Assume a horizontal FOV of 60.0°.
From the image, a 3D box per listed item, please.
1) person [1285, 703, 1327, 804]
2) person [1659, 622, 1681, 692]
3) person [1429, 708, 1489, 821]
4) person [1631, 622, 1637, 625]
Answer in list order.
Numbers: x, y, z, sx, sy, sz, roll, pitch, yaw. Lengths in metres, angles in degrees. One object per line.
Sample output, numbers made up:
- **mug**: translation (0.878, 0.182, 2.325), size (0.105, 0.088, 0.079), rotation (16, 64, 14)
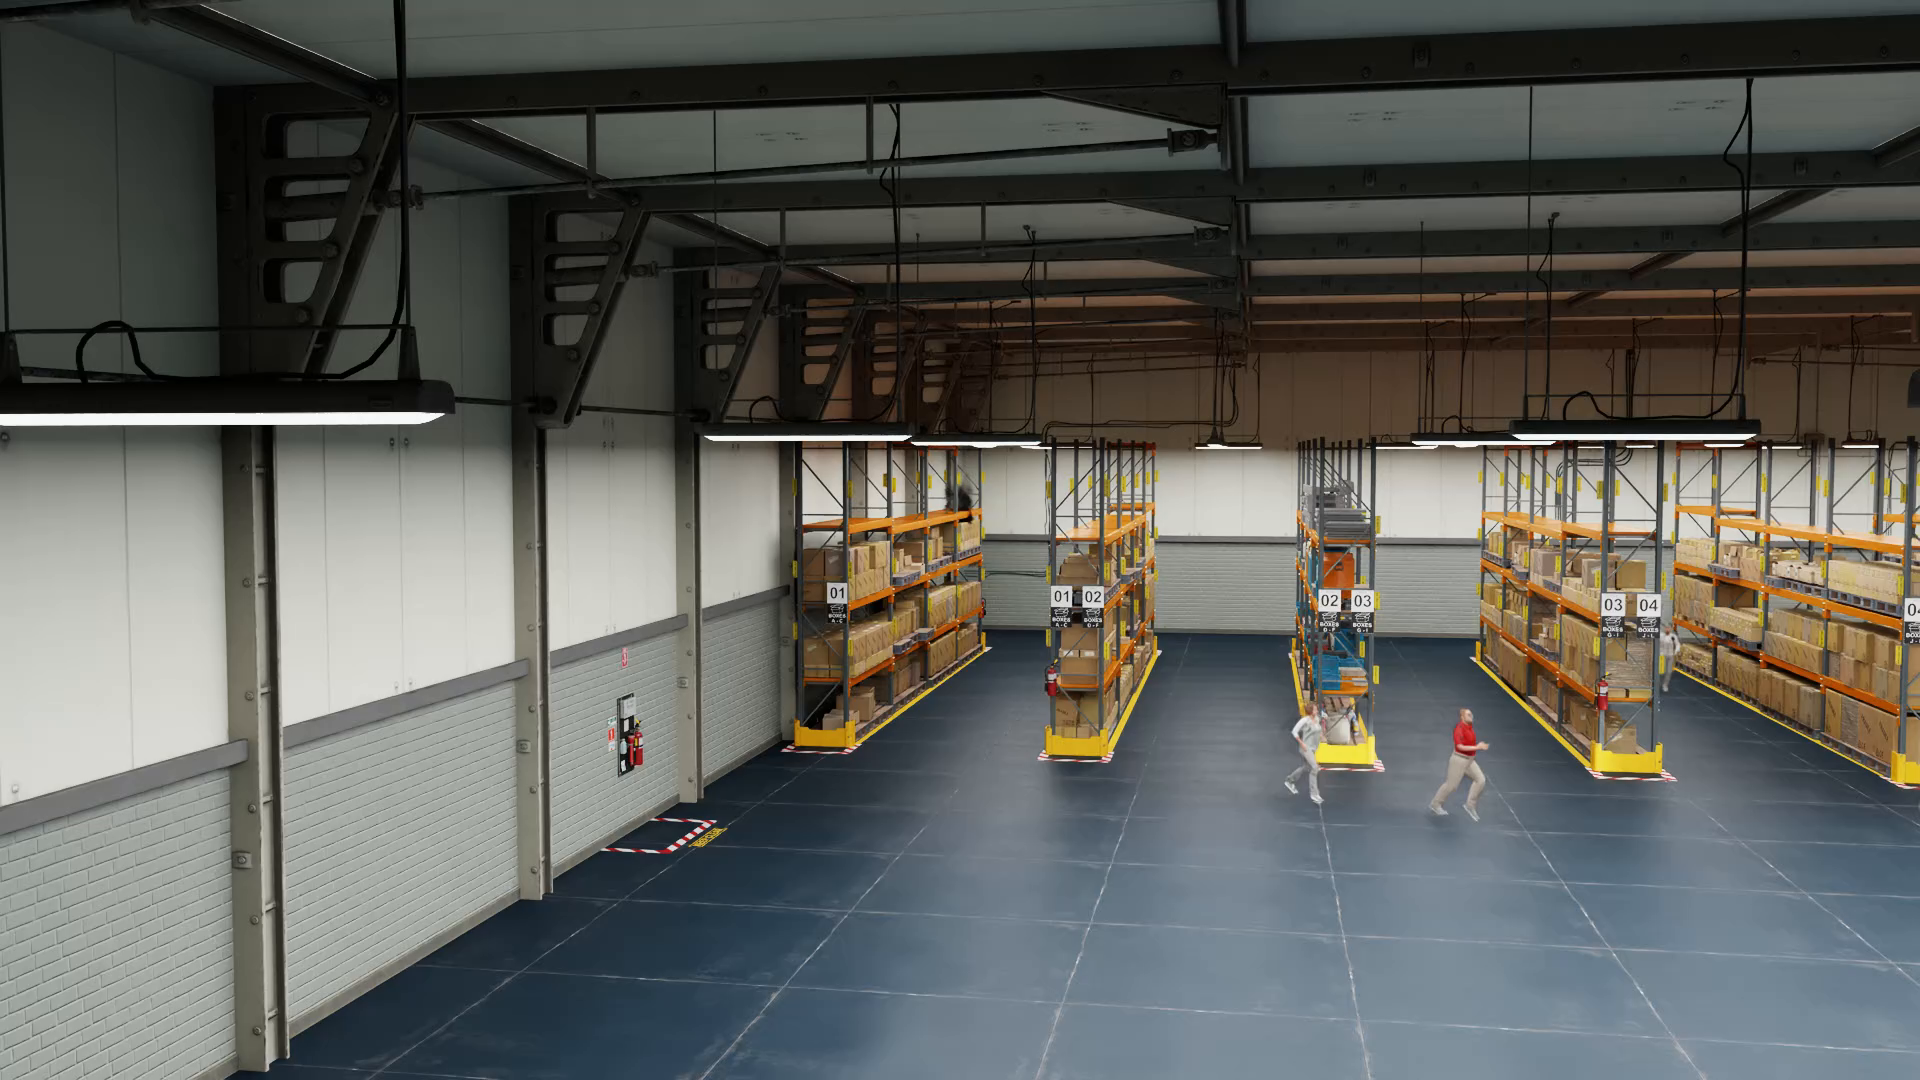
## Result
- **person**: translation (5.691, 3.468, 27.360), size (0.775, 1.620, 0.534), rotation (3, 4, 41)
- **person**: translation (16.987, 2.790, 39.928), size (0.612, 1.673, 0.574), rotation (1, 3, 14)
- **person**: translation (7.822, 3.499, 25.932), size (0.911, 1.777, 0.673), rotation (2, 4, 39)
- **person**: translation (18.315, 2.521, 45.423), size (0.679, 1.692, 0.590), rotation (-2, 4, -31)
